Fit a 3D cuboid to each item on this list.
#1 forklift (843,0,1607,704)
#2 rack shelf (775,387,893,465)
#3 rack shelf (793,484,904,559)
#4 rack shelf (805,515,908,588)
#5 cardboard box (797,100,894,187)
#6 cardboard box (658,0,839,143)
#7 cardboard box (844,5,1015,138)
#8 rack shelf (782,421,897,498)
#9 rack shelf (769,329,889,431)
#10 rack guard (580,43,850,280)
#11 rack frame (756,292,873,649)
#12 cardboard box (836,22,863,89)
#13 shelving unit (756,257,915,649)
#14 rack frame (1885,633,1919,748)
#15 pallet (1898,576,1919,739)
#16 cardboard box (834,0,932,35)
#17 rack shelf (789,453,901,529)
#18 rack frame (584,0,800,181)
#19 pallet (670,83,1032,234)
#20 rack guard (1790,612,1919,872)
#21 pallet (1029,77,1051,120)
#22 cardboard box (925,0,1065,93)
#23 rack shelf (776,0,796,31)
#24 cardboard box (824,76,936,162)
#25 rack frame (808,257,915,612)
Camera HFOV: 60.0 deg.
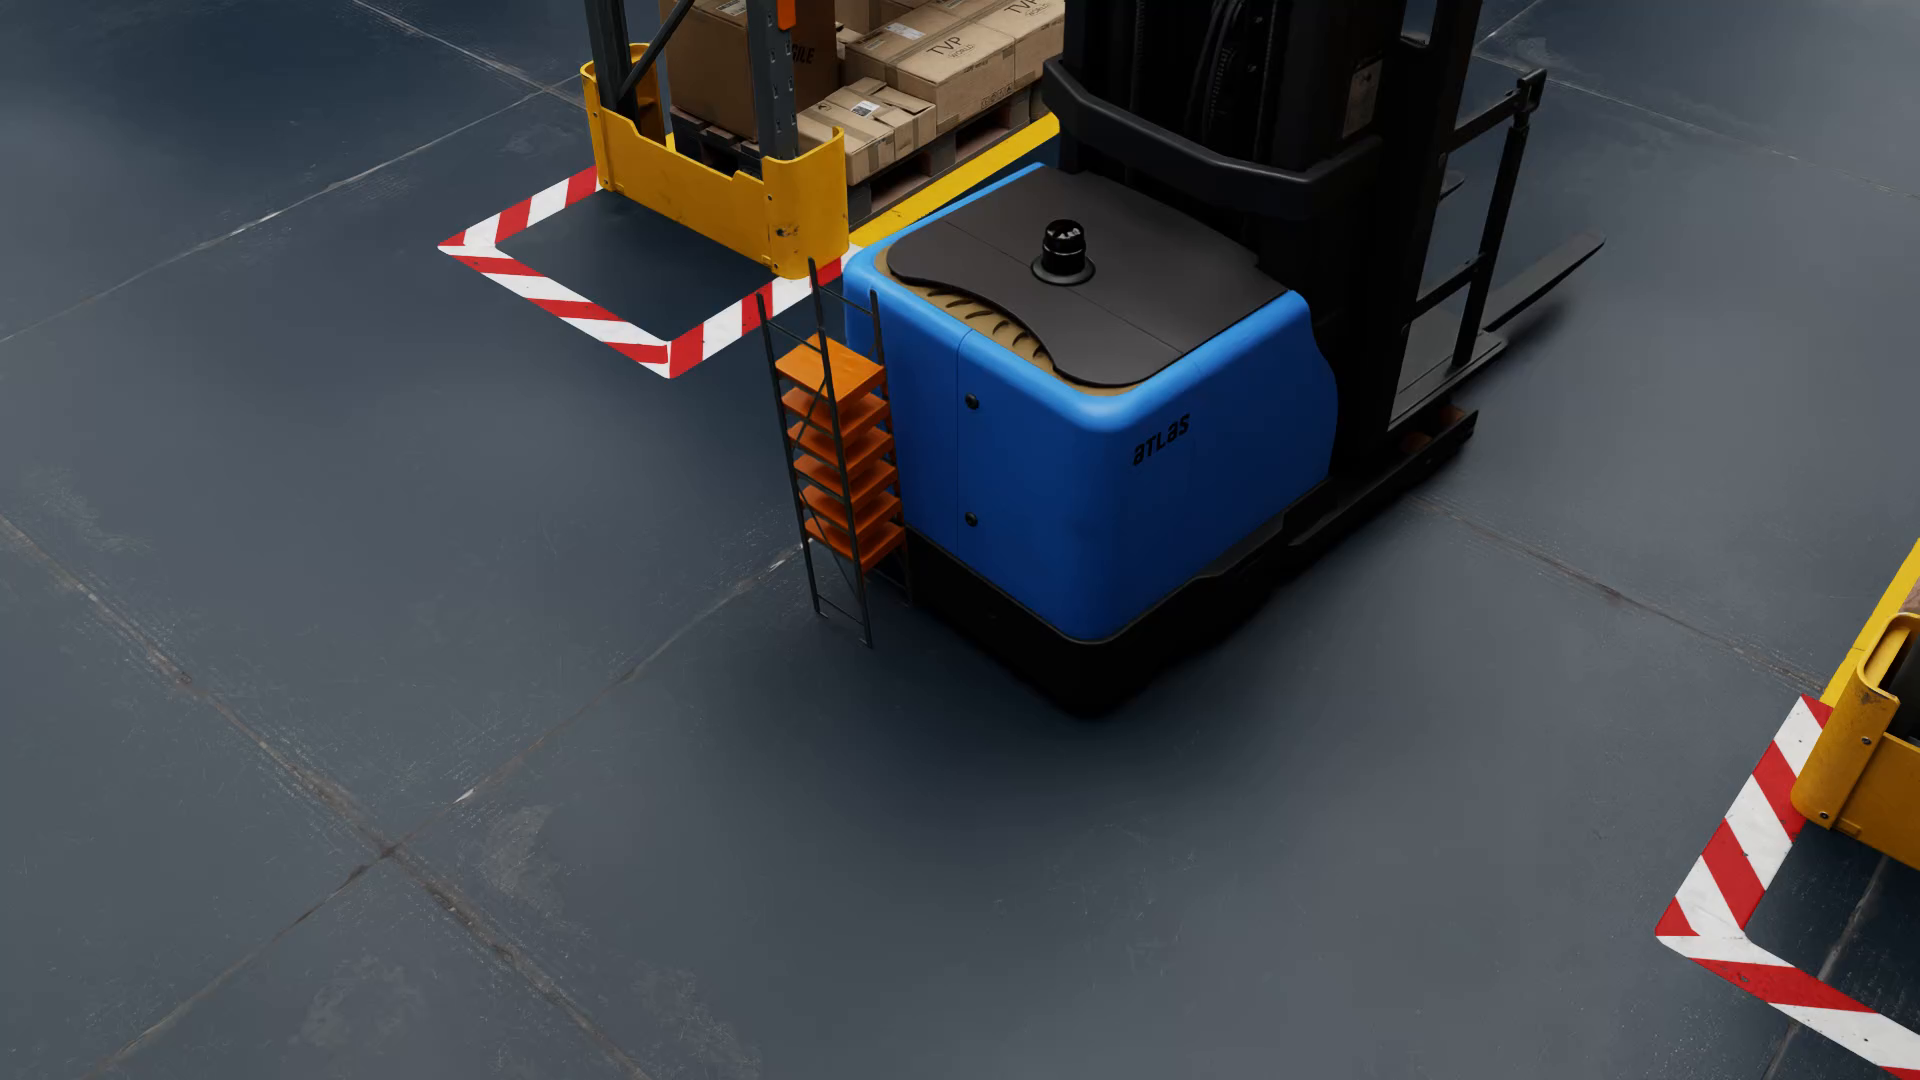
[{"bbox_3d":[1.076,-1.504,4.725,3.031,2.935,1.130,-33,52,-31],"label":"forklift"},{"bbox_3d":[-0.334,-0.337,4.430,0.258,0.103,0.180,31,56,30],"label":"rack shelf"},{"bbox_3d":[-0.313,-0.088,4.689,0.258,0.103,0.180,31,56,30],"label":"rack shelf"},{"bbox_3d":[-0.305,-0.005,4.775,0.258,0.103,0.180,31,56,30],"label":"rack shelf"},{"bbox_3d":[-0.480,-1.561,6.529,0.380,0.149,0.250,29,50,28],"label":"cardboard box"},{"bbox_3d":[-0.851,-2.011,6.763,0.500,0.500,0.500,29,50,28],"label":"cardboard box"},{"bbox_3d":[-0.123,-1.946,6.877,0.500,0.250,0.500,29,50,28],"label":"cardboard box"},{"bbox_3d":[-0.327,-0.254,4.516,0.258,0.103,0.180,31,56,30],"label":"rack shelf"},{"bbox_3d":[-0.342,-0.420,4.343,0.258,0.103,0.180,31,56,30],"label":"rack shelf"},{"bbox_3d":[-0.963,-1.500,6.528,1.175,0.500,0.348,29,50,28],"label":"rack guard"},{"bbox_3d":[-0.383,-0.150,4.526,0.240,1.200,0.006,31,56,30],"label":"rack frame"},{"bbox_3d":[-0.521,-2.057,7.061,0.380,0.166,0.250,29,50,28],"label":"cardboard box"},{"bbox_3d":[-0.322,-0.202,4.570,0.258,1.200,0.189,31,56,30],"label":"shelving unit"},{"bbox_3d":[2.782,-0.243,3.288,1.000,3.000,0.127,29,50,28],"label":"rack frame"},{"bbox_3d":[3.236,0.343,4.716,1.003,0.211,1.213,29,50,28],"label":"pallet"},{"bbox_3d":[-0.217,-2.394,7.370,0.500,0.250,0.500,29,50,28],"label":"cardboard box"},{"bbox_3d":[-0.320,-0.171,4.602,0.258,0.103,0.180,31,56,30],"label":"rack shelf"},{"bbox_3d":[-1.012,-2.386,5.644,1.000,3.000,0.127,29,50,28],"label":"rack frame"},{"bbox_3d":[-0.451,-1.804,7.078,1.003,0.211,1.213,29,50,28],"label":"pallet"},{"bbox_3d":[2.766,0.694,4.115,1.175,0.500,0.348,29,50,28],"label":"rack guard"},{"bbox_3d":[0.334,-2.430,7.765,1.003,0.211,1.213,29,50,28],"label":"pallet"},{"bbox_3d":[0.198,-2.204,7.161,0.500,0.250,0.500,29,50,28],"label":"cardboard box"},{"bbox_3d":[0.275,-3.150,7.019,1.077,0.370,4.000,29,50,28],"label":"rack shelf"},{"bbox_3d":[-0.319,-1.696,6.665,0.380,0.166,0.250,29,50,28],"label":"cardboard box"},{"bbox_3d":[-0.262,-0.254,4.615,0.240,1.200,0.006,31,56,30],"label":"rack frame"}]
